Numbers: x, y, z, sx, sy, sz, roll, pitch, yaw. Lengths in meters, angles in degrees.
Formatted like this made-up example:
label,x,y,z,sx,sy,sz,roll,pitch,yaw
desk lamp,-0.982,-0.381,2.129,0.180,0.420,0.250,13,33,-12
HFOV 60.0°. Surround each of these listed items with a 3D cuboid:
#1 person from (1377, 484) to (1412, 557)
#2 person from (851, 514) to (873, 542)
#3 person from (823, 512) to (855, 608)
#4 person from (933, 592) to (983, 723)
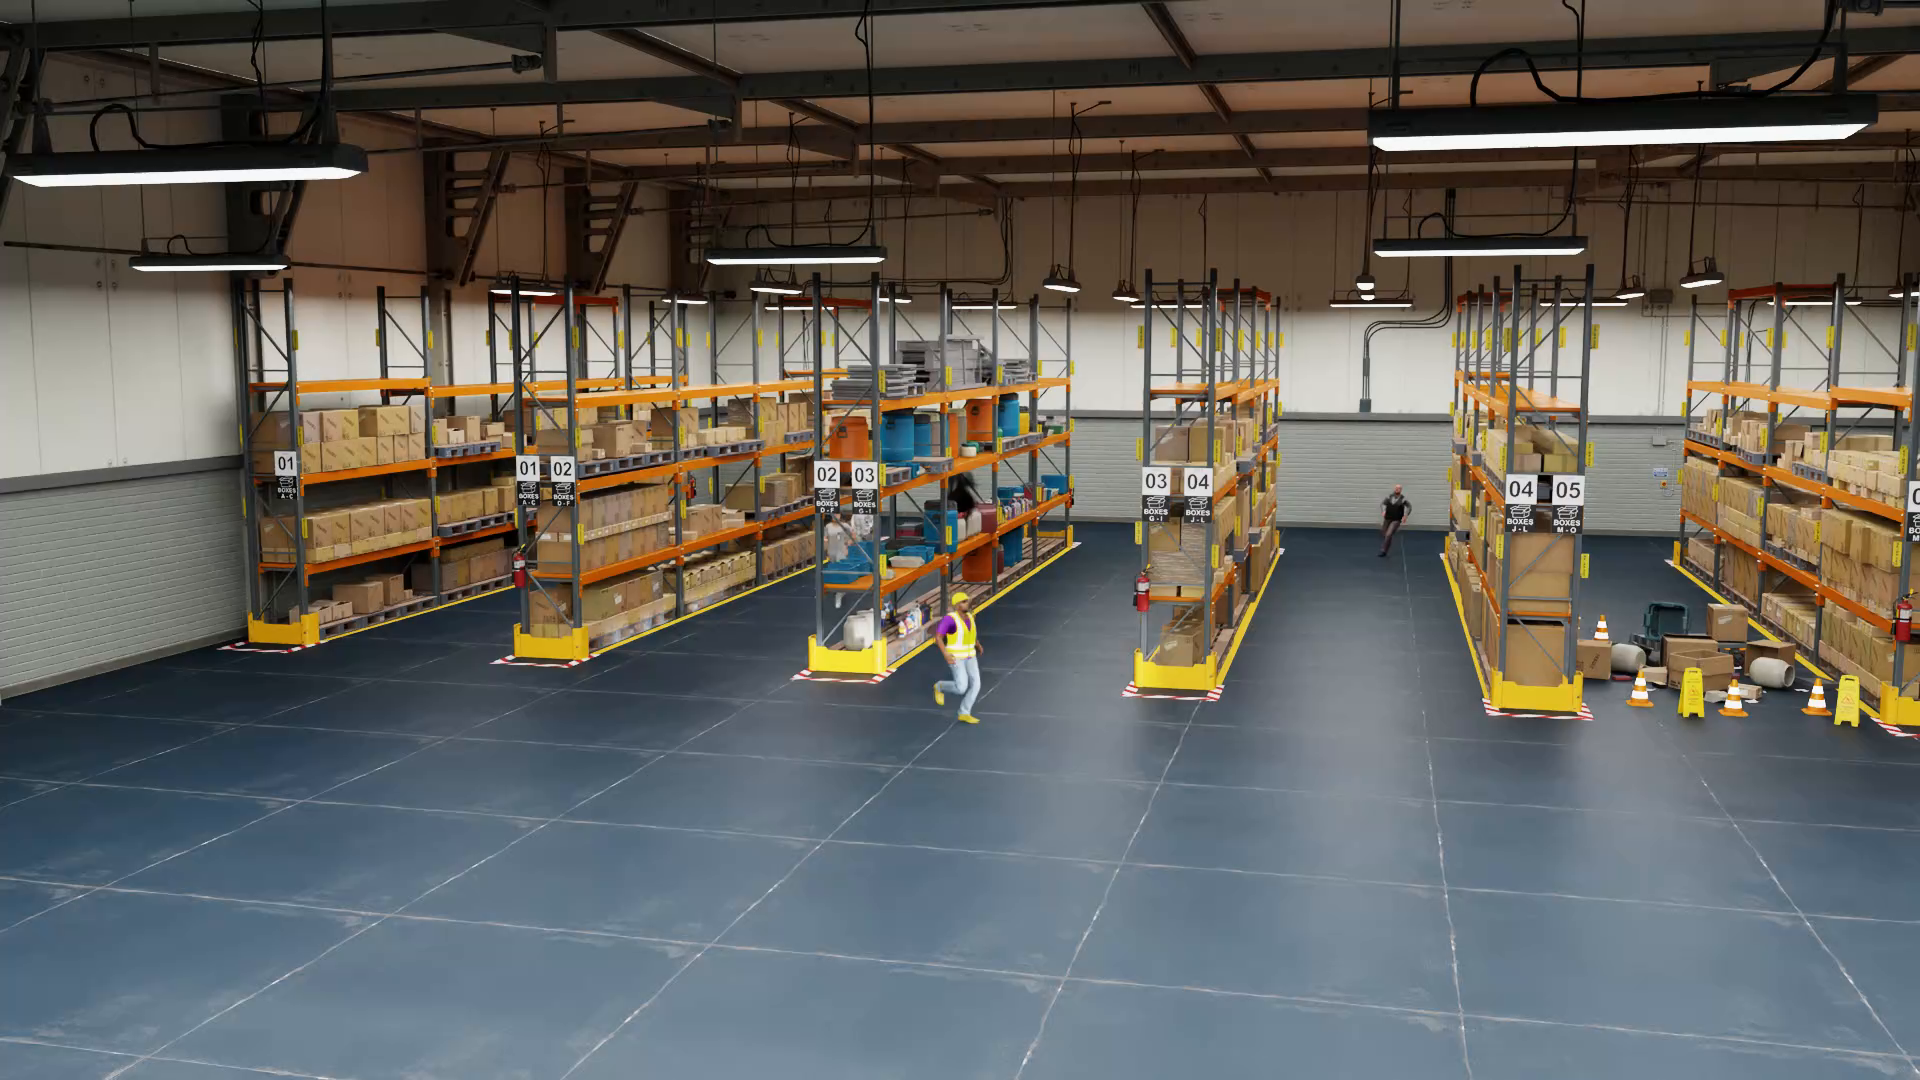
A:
label,x,y,z,sx,sy,sz,roll,pitch,yaw
person,10.074,-0.455,38.575,0.714,1.676,0.889,5,8,33
person,-1.907,-0.086,32.927,0.608,1.720,0.749,2,7,14
person,-2.220,0.326,30.011,0.546,1.751,0.730,2,7,17
person,-0.020,1.536,21.957,0.721,1.717,0.658,-7,9,-44
